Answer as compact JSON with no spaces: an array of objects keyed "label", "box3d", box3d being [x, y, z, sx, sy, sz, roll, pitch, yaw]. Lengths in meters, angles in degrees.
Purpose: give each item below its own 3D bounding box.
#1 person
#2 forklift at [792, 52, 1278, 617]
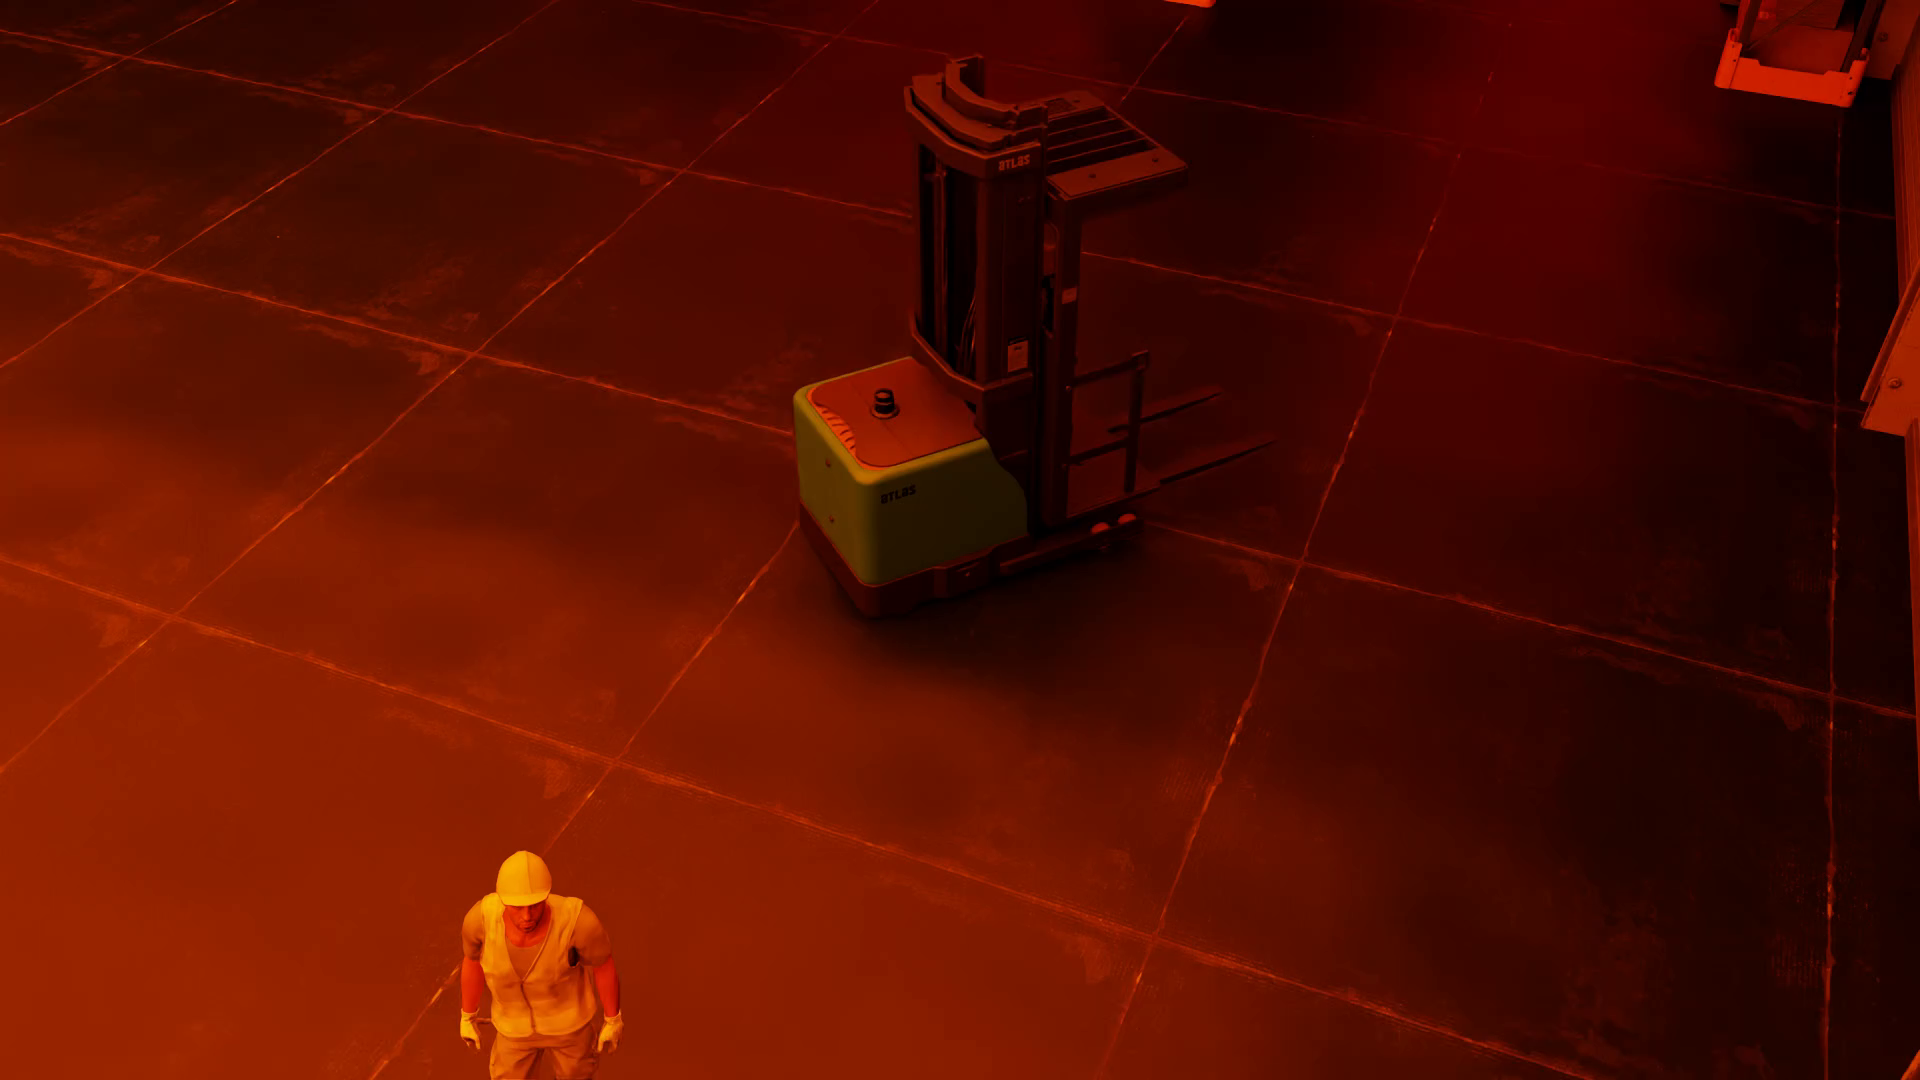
[{"label":"person","box3d":[-1.656,1.951,6.555,0.638,1.787,0.564,-1,40,-2]},{"label":"forklift","box3d":[0.558,-1.347,9.615,3.031,2.935,1.130,-19,43,-21]}]
